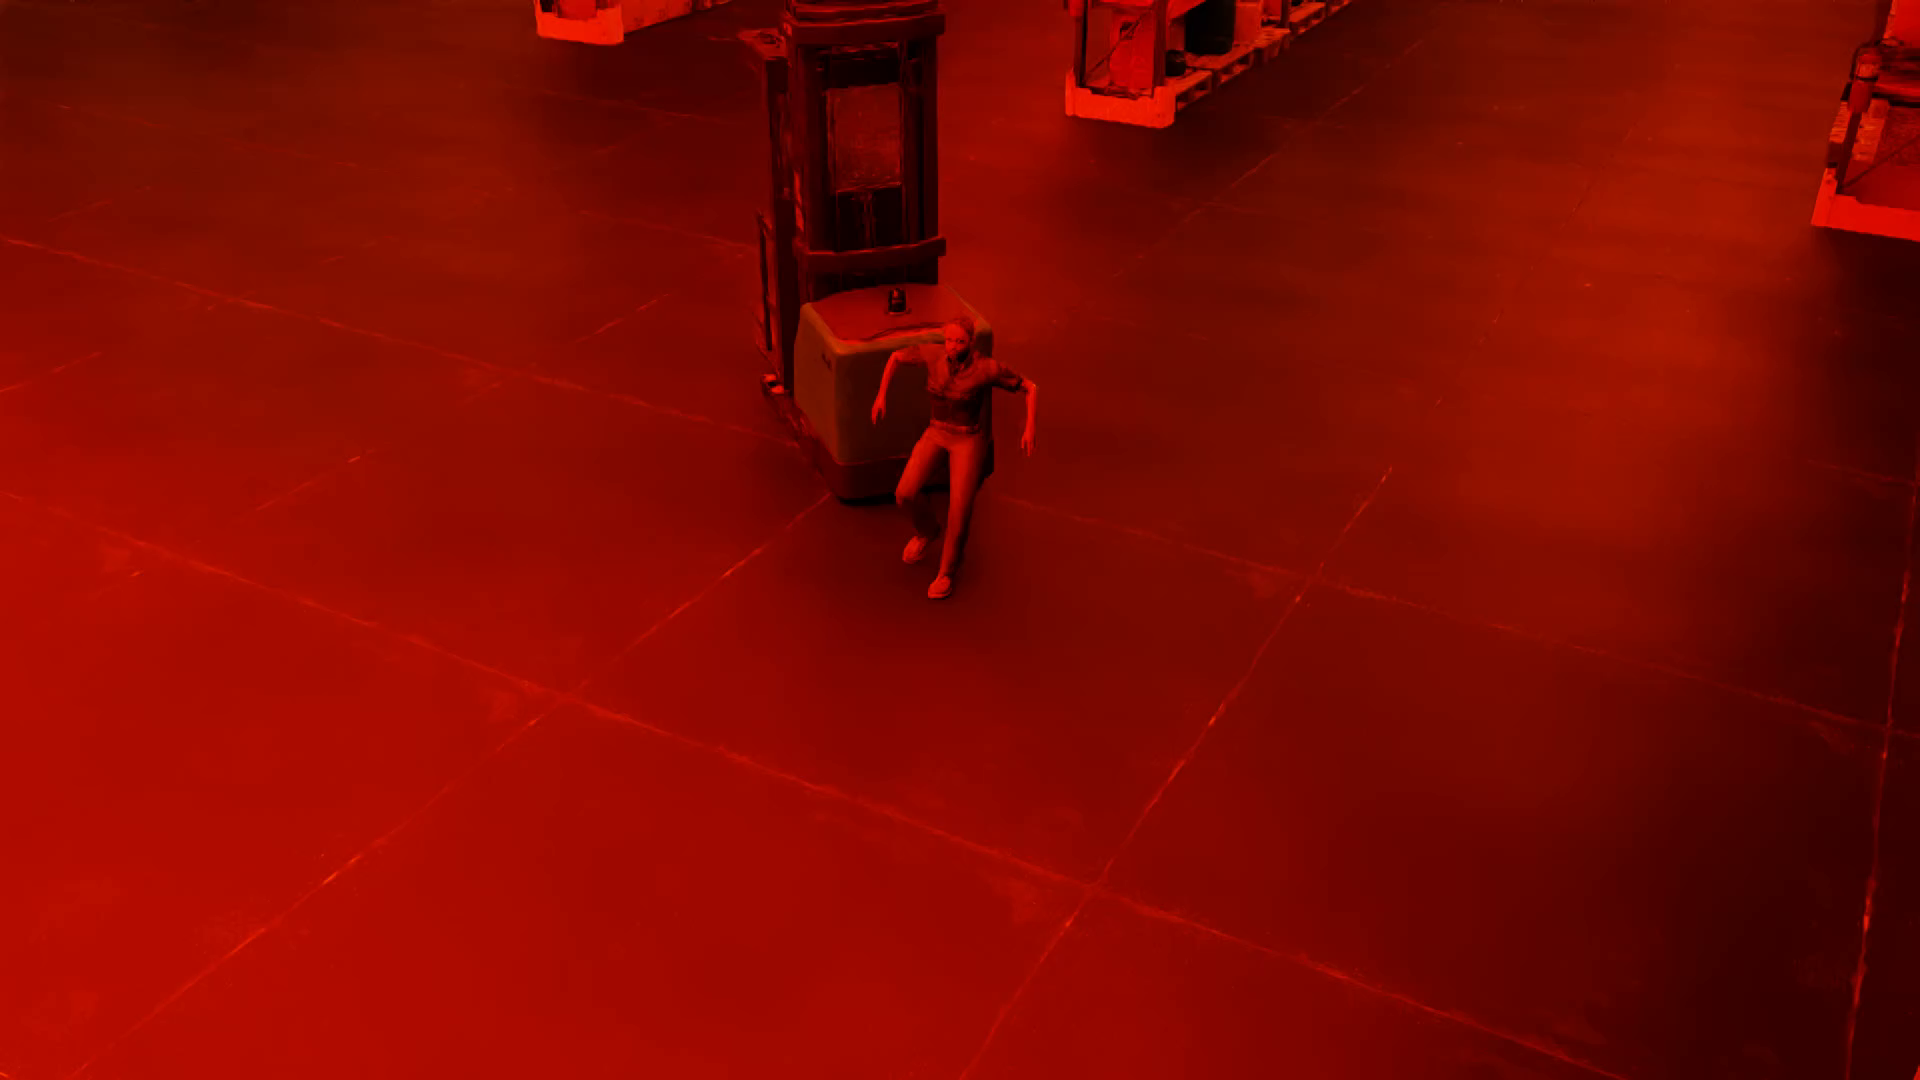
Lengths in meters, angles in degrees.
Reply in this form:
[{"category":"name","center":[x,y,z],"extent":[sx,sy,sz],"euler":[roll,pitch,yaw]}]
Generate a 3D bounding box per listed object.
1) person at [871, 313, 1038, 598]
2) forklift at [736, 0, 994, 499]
[{"category":"person","center":[-0.072,-0.485,9.311],"extent":[0.985,1.523,0.711],"euler":[12,32,20]},{"category":"forklift","center":[-0.775,-2.247,10.965],"extent":[1.130,2.935,3.031],"euler":[-11,32,-18]}]
